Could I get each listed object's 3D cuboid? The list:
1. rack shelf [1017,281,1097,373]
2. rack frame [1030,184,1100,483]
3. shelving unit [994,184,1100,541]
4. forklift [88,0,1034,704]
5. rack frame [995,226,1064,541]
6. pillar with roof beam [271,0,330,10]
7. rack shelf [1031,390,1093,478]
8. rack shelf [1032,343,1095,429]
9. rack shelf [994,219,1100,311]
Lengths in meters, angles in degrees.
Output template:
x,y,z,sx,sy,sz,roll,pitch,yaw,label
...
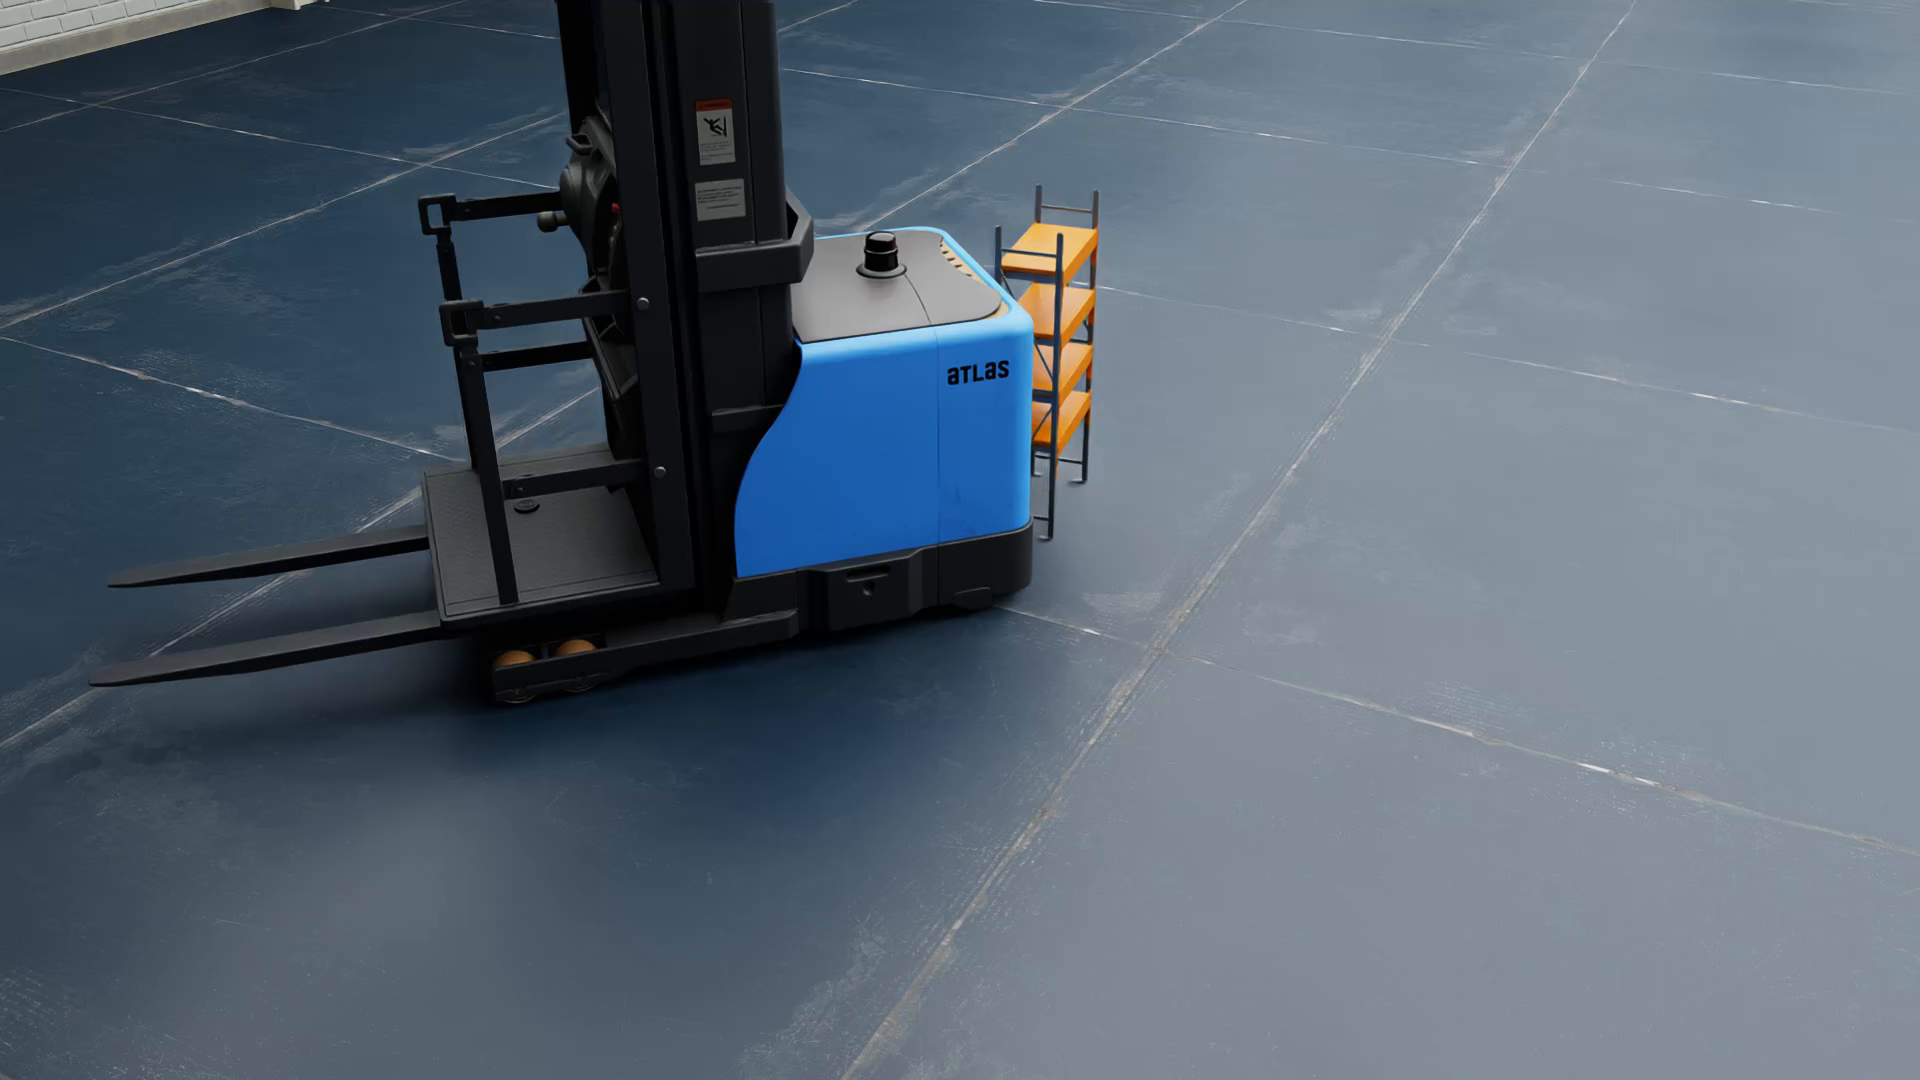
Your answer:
x,y,z,sx,sy,sz,roll,pitch,yaw,label
0.316,-0.791,6.108,0.258,0.148,0.480,10,31,16,rack shelf
0.394,-0.770,6.387,0.240,1.200,0.015,10,31,16,rack frame
0.316,-0.655,6.186,0.258,1.200,0.503,10,31,16,shelving unit
-1.320,-1.043,5.123,3.031,2.935,1.130,-10,31,-17,forklift
0.238,-0.540,5.986,0.240,1.200,0.015,10,31,16,rack frame
-1.828,-7.526,10.319,9.100,9.000,0.400,14,33,23,pillar with roof beam
0.316,-0.425,6.319,0.258,0.148,0.480,10,31,16,rack shelf
0.316,-0.597,6.220,0.258,0.148,0.480,10,31,16,rack shelf
0.316,-0.996,5.991,0.258,0.148,0.480,10,31,16,rack shelf
